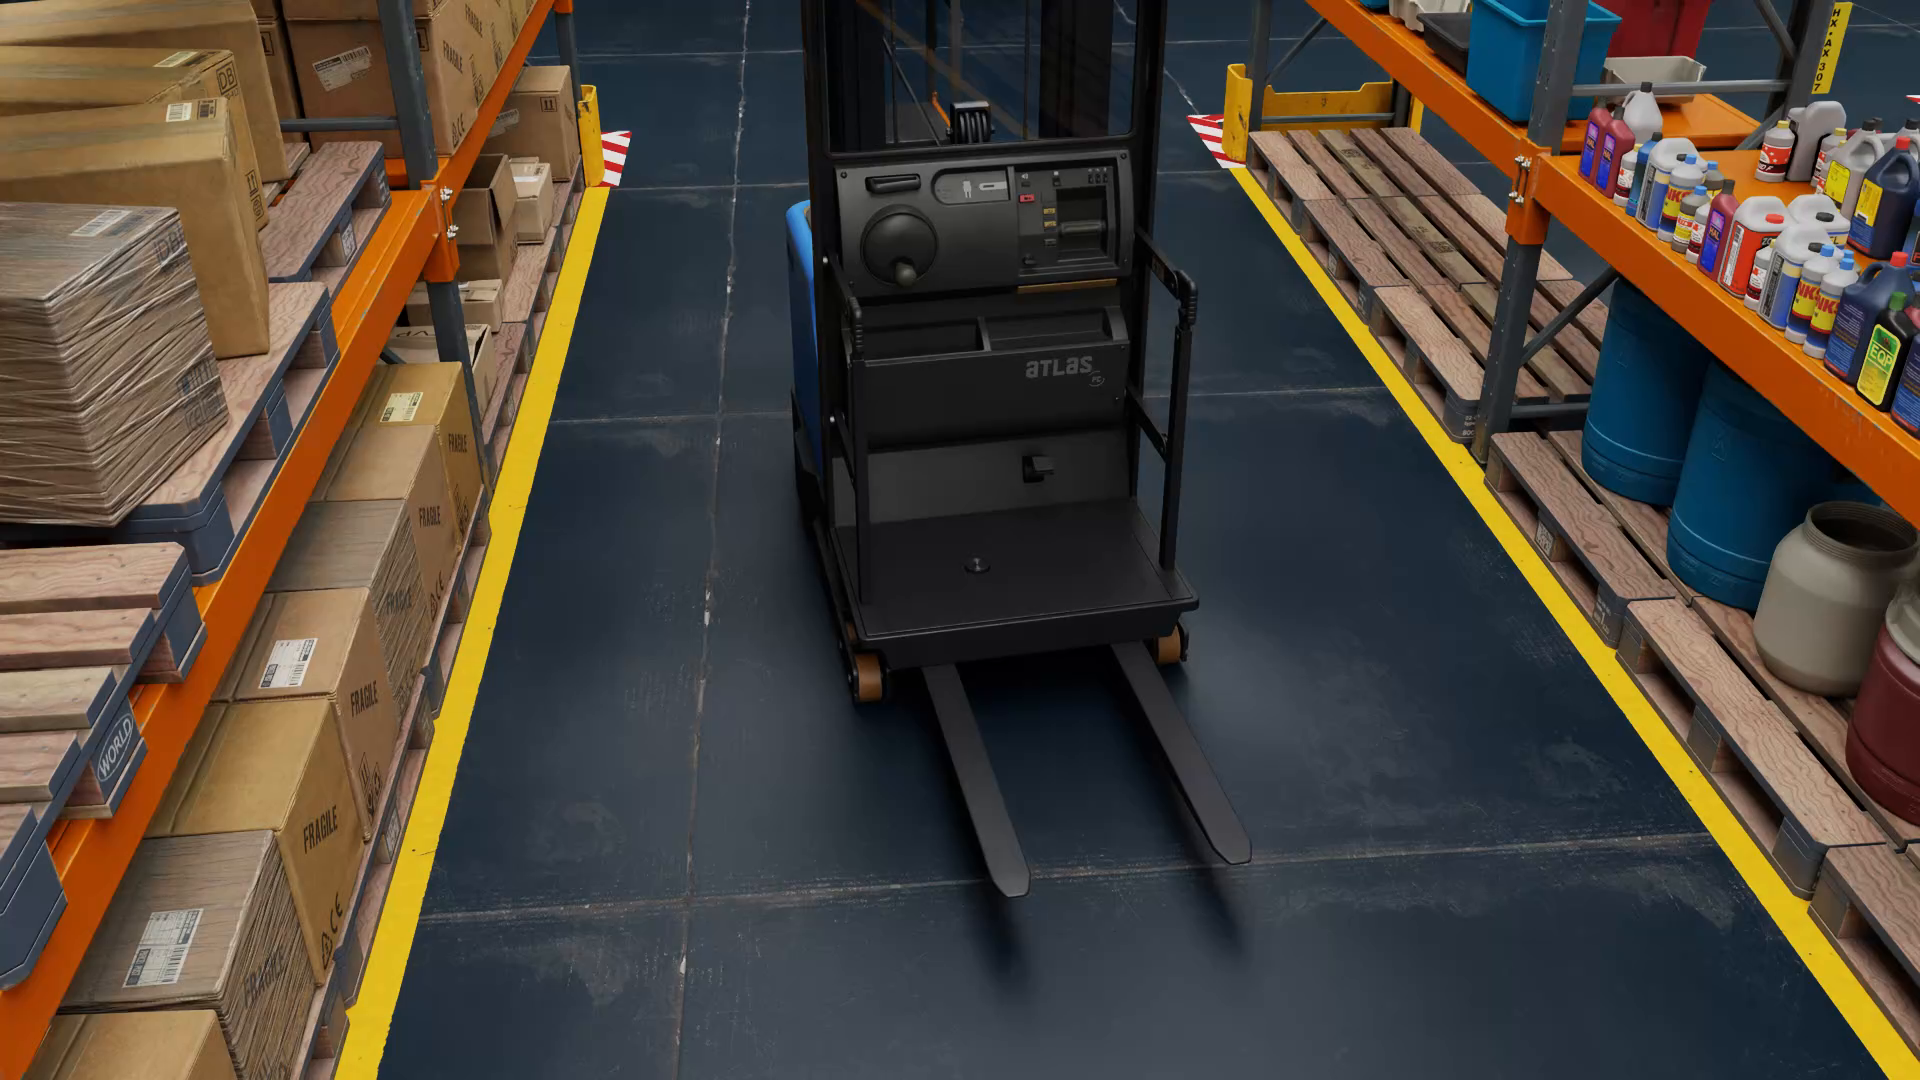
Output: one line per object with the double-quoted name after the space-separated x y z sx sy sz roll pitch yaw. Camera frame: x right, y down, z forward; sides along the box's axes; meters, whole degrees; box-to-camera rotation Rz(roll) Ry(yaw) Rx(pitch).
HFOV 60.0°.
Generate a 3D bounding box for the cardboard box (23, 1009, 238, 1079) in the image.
-1.712 1.274 3.200 0.500 0.500 0.500 -1 31 -2 "cardboard box"

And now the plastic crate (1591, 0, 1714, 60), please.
2.771 -2.162 6.824 0.402 0.464 0.583 -3 31 -5 "plastic crate"

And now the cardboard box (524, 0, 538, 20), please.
-2.295 -2.756 7.841 0.500 0.500 0.500 -3 31 -4 "cardboard box"

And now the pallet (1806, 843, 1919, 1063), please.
2.863 1.197 4.039 1.003 0.211 1.213 -3 31 -5 "pallet"

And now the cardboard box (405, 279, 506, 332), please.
-2.242 -1.044 7.407 0.380 0.166 0.250 -3 31 -5 "cardboard box"

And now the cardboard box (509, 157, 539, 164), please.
-2.457 -1.944 8.913 0.380 0.166 0.250 -3 31 -5 "cardboard box"

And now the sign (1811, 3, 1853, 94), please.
3.152 -1.786 6.044 0.100 0.325 0.005 -3 31 -5 "sign"

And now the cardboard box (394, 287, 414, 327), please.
-2.733 -1.101 7.361 0.500 0.311 0.500 -3 31 -5 "cardboard box"

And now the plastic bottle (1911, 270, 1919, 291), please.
2.522 -0.587 4.434 0.097 0.271 0.097 0 31 0 "plastic bottle"

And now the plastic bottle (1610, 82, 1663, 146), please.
2.318 -1.404 5.724 0.144 0.351 0.185 -3 31 -5 "plastic bottle"

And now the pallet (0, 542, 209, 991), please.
-2.087 0.376 2.883 1.213 0.211 1.003 -3 31 -5 "pallet"

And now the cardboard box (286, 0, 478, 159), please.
-2.104 -1.722 6.110 0.500 0.500 0.500 -2 31 -3 "cardboard box"

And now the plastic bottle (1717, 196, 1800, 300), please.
2.355 -0.861 4.887 0.152 0.276 0.135 -3 31 -5 "plastic bottle"

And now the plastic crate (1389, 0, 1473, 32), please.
2.142 -2.429 7.589 0.293 0.136 0.466 -3 31 -5 "plastic crate"

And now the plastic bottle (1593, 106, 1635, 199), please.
2.226 -1.315 5.641 0.061 0.283 0.133 -3 31 -5 "plastic bottle"

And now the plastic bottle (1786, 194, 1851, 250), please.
2.506 -0.868 4.899 0.152 0.276 0.135 -3 31 -5 "plastic bottle"

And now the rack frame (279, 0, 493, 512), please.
-2.328 -1.406 5.679 1.000 3.000 0.127 -3 31 -5 "rack frame"

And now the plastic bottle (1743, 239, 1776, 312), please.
2.338 -0.768 4.805 0.097 0.201 0.097 0 31 0 "plastic bottle"

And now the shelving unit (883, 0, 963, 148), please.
-0.247 -1.475 6.672 0.431 2.100 0.503 -6 31 -10 "shelving unit"

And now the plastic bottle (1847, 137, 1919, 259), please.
2.890 -1.065 5.156 0.144 0.351 0.185 -3 31 -5 "plastic bottle"

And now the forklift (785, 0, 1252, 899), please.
0.130 -0.943 4.970 1.130 2.935 3.031 -6 31 -10 "forklift"

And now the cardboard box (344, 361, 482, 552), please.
-1.996 -0.283 5.808 0.500 0.500 0.500 -3 31 -5 "cardboard box"

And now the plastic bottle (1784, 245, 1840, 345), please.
2.360 -0.680 4.589 0.097 0.271 0.097 0 31 0 "plastic bottle"

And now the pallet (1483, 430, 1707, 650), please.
2.635 -0.048 6.125 1.003 0.211 1.213 -3 31 -5 "pallet"

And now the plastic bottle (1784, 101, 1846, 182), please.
2.963 -1.402 5.794 0.152 0.276 0.135 -3 31 -5 "plastic bottle"

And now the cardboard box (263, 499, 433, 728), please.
-1.912 0.225 4.956 0.500 0.500 0.500 -2 31 -4 "cardboard box"

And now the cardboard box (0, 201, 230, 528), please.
-2.020 -0.379 3.453 0.700 0.500 0.500 3 31 5 "cardboard box"

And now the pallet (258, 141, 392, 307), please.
-2.362 -0.910 5.036 1.003 0.211 1.213 -3 31 -5 "pallet"

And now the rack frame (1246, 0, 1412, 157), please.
2.231 -3.684 9.492 1.000 3.000 0.127 -3 31 -5 "rack frame"

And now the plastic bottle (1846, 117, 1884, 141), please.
3.030 -1.290 5.598 0.061 0.283 0.133 -3 31 -5 "plastic bottle"

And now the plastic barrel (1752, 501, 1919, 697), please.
2.668 0.179 5.042 0.421 0.512 0.421 0 31 0 "plastic barrel"

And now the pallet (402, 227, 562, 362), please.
-2.508 -1.184 8.026 1.003 0.211 1.213 -3 31 -5 "pallet"

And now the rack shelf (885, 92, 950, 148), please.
-0.247 -1.464 6.679 0.431 0.518 0.480 -6 31 -10 "rack shelf"

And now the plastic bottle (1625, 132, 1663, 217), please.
2.264 -1.203 5.464 0.097 0.271 0.097 0 31 0 "plastic bottle"

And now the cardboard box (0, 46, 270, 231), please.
-2.379 -1.029 4.540 0.700 0.500 0.500 2 31 3 "cardboard box"

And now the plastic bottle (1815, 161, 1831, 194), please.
2.875 -1.168 5.475 0.097 0.201 0.097 0 31 0 "plastic bottle"

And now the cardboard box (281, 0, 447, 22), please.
-2.092 -2.132 5.822 0.500 0.500 0.500 -2 31 -3 "cardboard box"

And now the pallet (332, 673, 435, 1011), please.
-2.097 0.829 4.656 1.003 0.211 1.213 -3 31 -5 "pallet"

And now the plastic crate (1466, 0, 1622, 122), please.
2.221 -1.882 6.433 0.392 0.384 0.575 -3 31 -5 "plastic crate"

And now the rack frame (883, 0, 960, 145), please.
-0.197 -1.353 6.467 0.400 2.100 0.015 -6 31 -10 "rack frame"

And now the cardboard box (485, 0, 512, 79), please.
-2.199 -2.239 6.976 0.500 0.500 0.500 -3 31 -5 "cardboard box"

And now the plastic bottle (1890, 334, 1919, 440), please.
2.435 -0.431 4.094 0.144 0.351 0.185 -3 31 -5 "plastic bottle"

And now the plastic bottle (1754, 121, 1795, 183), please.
2.841 -1.355 5.787 0.097 0.201 0.097 0 31 0 "plastic bottle"

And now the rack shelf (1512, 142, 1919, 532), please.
2.791 -0.311 4.548 1.077 0.370 4.000 -3 31 -5 "rack shelf"

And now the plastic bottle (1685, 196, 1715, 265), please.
2.304 -0.955 5.117 0.097 0.201 0.097 0 31 0 "plastic bottle"

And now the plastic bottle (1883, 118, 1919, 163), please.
3.016 -1.167 5.326 0.144 0.351 0.185 -3 31 -5 "plastic bottle"

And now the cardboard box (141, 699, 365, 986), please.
-1.808 0.751 4.076 0.500 0.500 0.500 -3 31 -5 "cardboard box"

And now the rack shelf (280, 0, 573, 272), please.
-2.514 -2.118 7.573 1.077 0.370 4.000 -3 31 -5 "rack shelf"

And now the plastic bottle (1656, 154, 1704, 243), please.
2.286 -1.084 5.265 0.097 0.271 0.097 0 31 0 "plastic bottle"

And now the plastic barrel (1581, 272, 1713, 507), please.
2.638 -0.642 6.037 0.600 0.901 0.708 -3 31 -5 "plastic barrel"

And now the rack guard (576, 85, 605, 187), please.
-2.694 -2.336 9.674 1.175 0.500 0.348 -3 31 -5 "rack guard"

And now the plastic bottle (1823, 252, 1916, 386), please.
2.406 -0.593 4.366 0.144 0.351 0.185 -3 31 -5 "plastic bottle"

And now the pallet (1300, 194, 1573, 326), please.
2.380 -1.442 8.458 1.003 0.211 1.213 -3 31 -5 "pallet"
